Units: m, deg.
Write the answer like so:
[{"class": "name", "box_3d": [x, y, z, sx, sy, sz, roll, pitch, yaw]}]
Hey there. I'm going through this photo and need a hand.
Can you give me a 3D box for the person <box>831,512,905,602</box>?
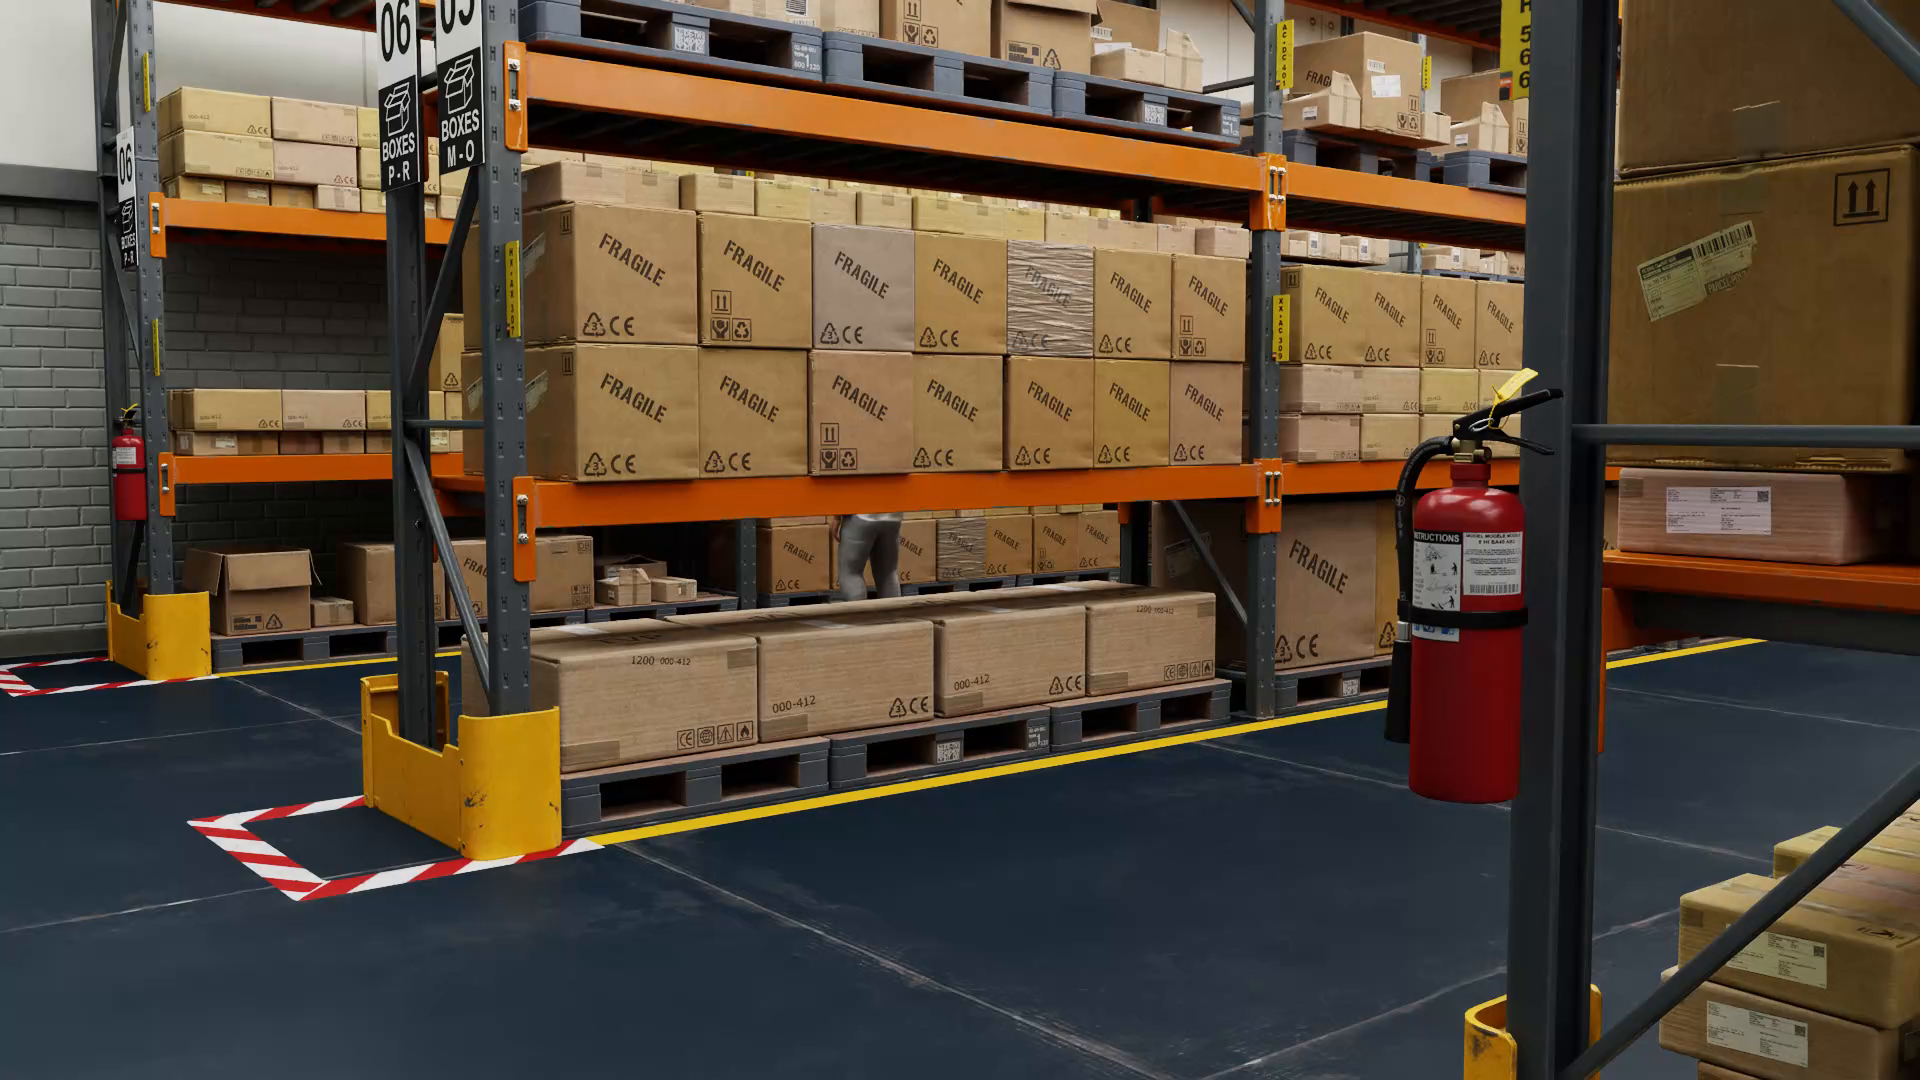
[{"class": "person", "box_3d": [-0.599, -0.155, 11.027, 0.591, 1.746, 0.439, -4, 6, -41]}]
